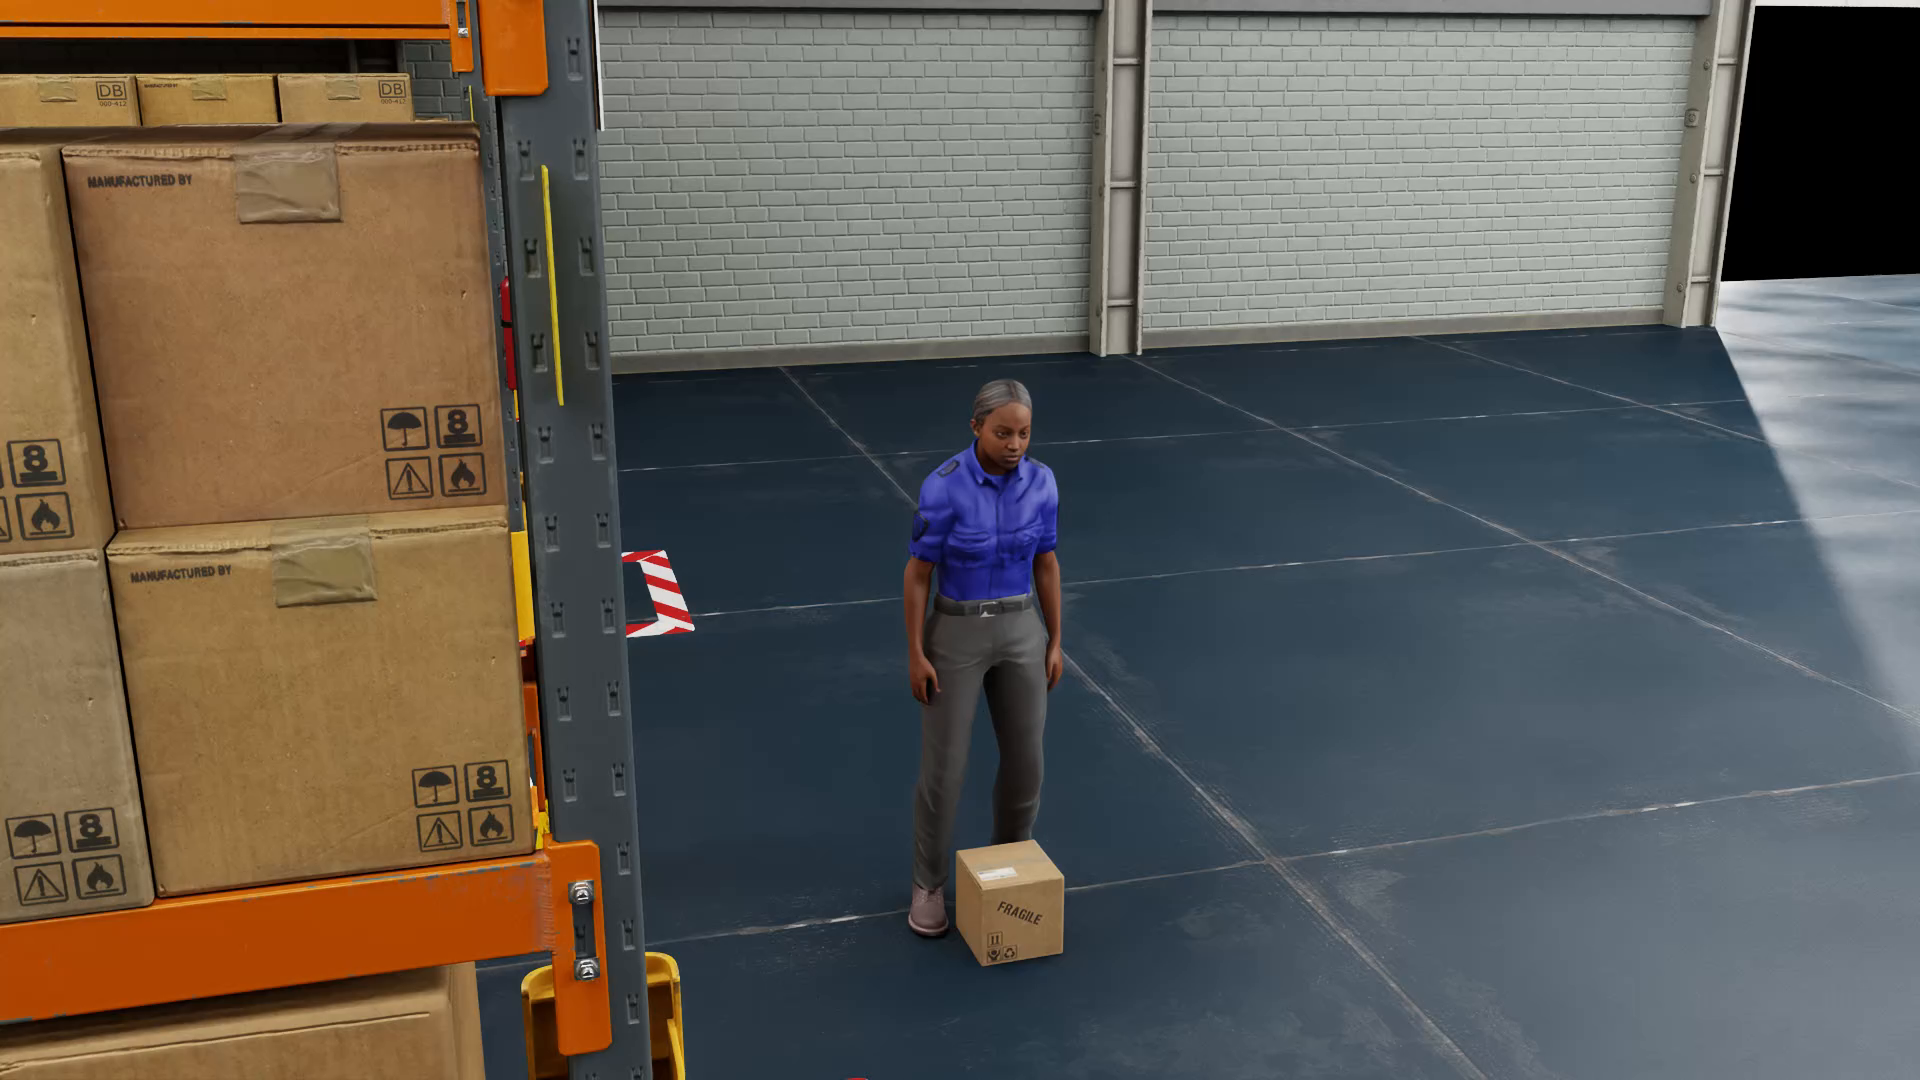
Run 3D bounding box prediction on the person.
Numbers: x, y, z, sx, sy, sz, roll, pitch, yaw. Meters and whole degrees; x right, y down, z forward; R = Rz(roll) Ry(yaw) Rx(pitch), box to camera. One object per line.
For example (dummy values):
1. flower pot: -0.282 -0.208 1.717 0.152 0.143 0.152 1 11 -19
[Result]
1. person: 0.068 0.328 4.908 0.518 1.653 0.349 -5 17 -18
